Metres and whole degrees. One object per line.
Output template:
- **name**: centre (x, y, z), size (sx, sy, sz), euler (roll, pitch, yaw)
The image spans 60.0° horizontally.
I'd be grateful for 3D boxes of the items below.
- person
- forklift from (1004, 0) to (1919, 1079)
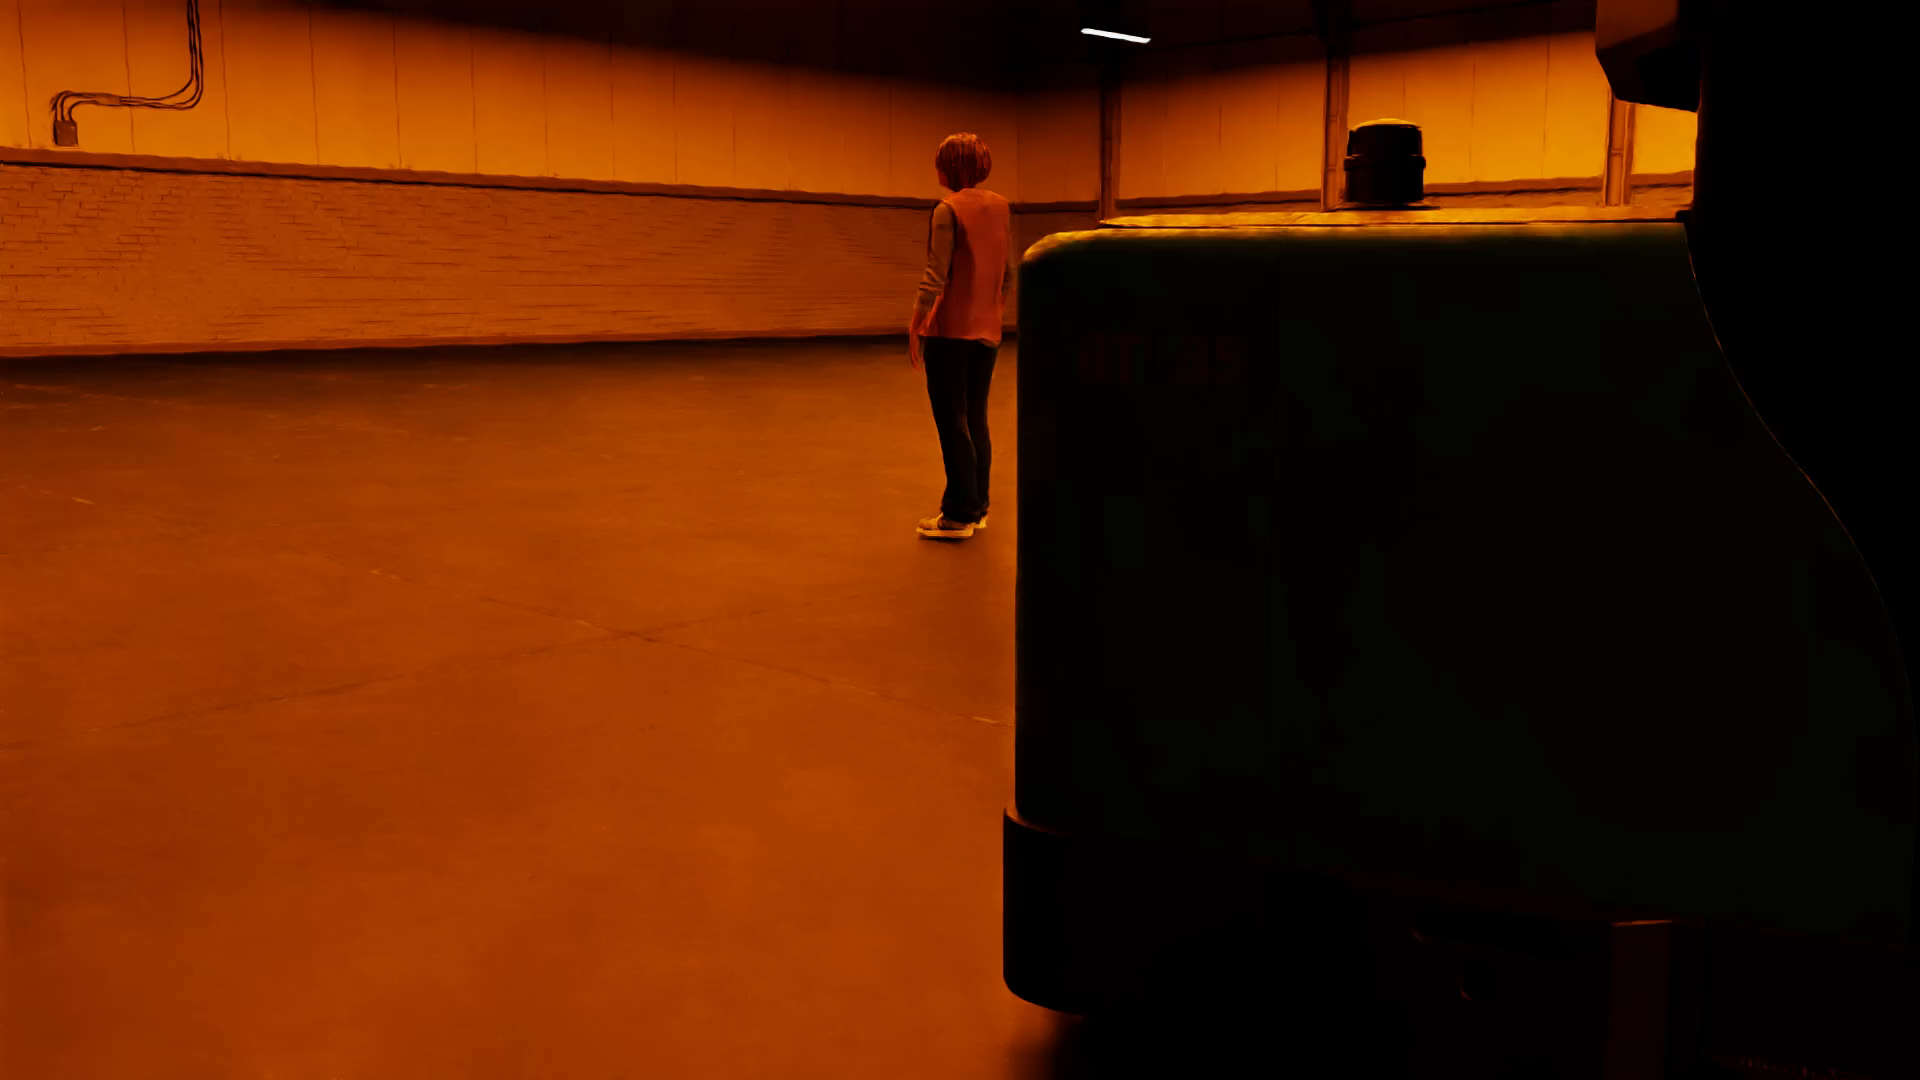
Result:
- **person**: centre (-0.044, -0.799, 6.659), size (0.474, 1.583, 0.520), euler (8, 12, 43)
- **forklift**: centre (1.622, -0.752, 1.868), size (3.031, 2.935, 1.130), euler (4, 9, 24)
